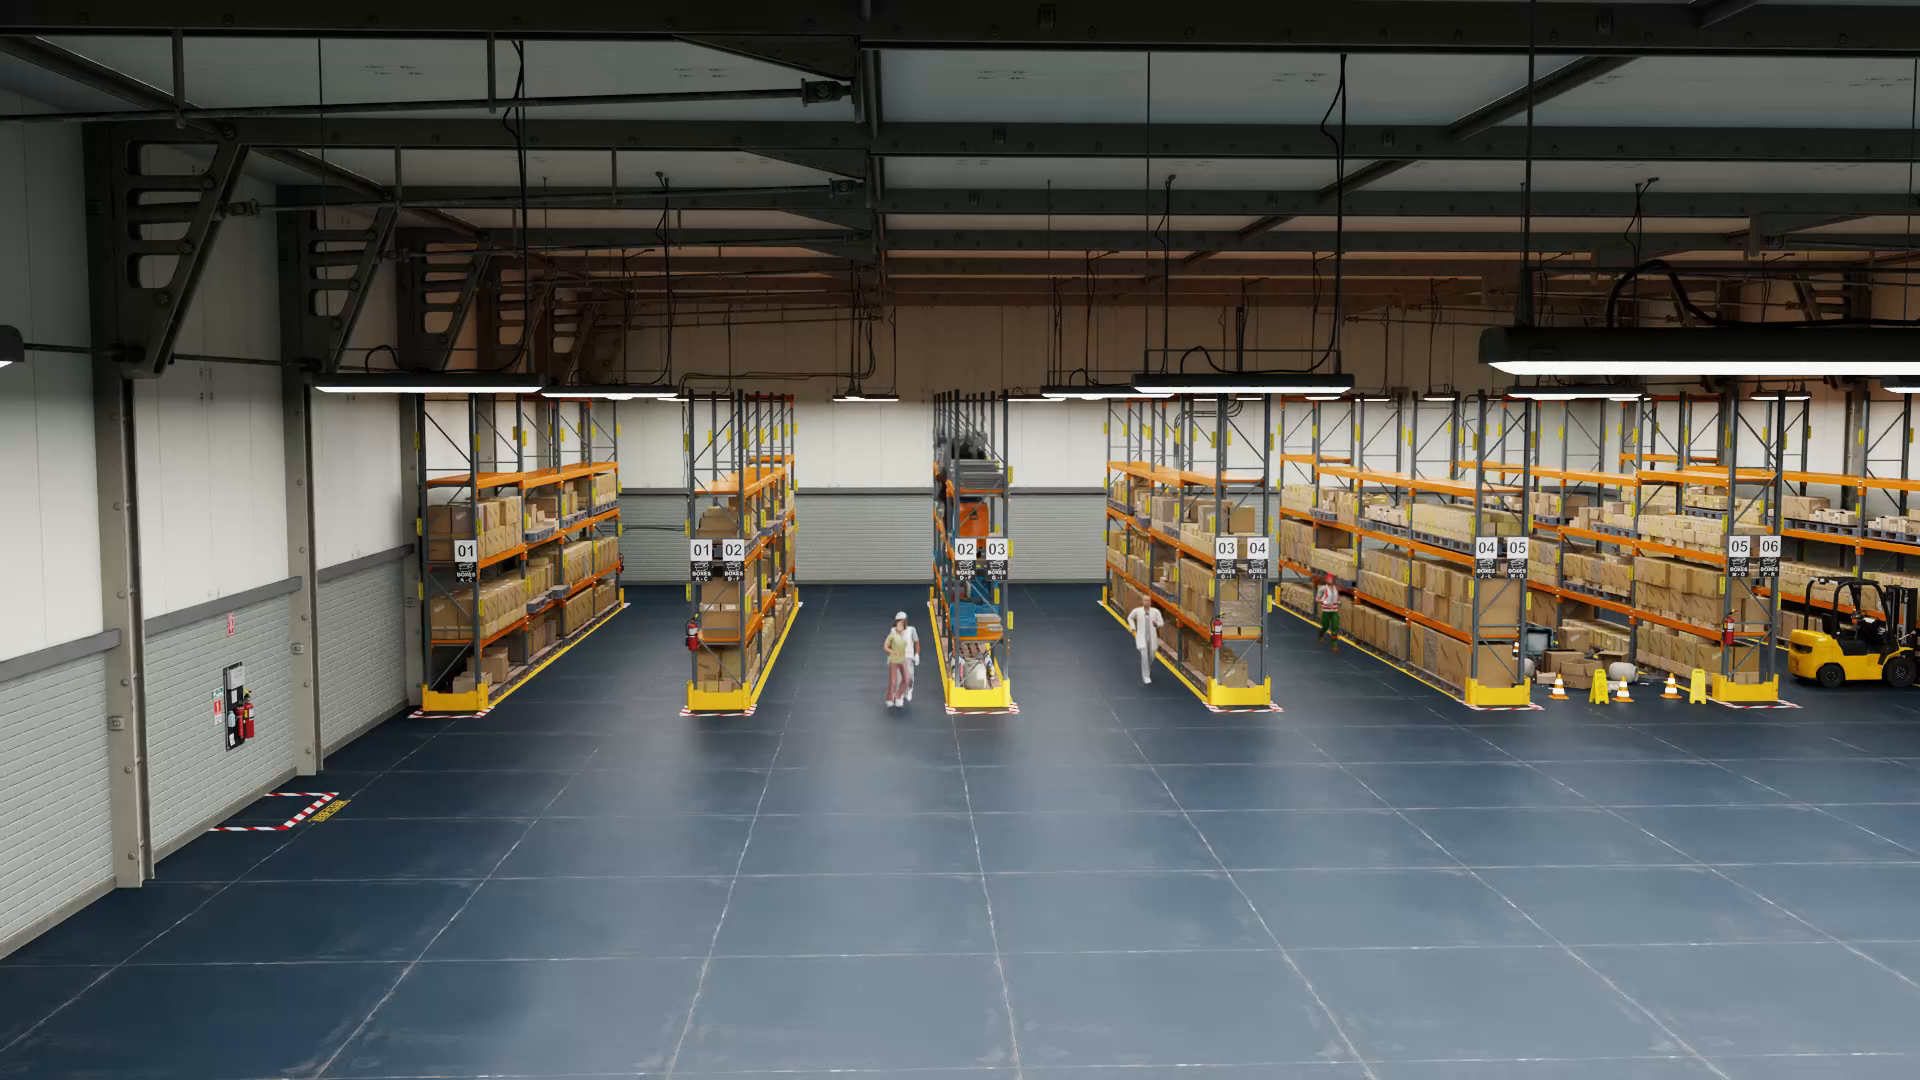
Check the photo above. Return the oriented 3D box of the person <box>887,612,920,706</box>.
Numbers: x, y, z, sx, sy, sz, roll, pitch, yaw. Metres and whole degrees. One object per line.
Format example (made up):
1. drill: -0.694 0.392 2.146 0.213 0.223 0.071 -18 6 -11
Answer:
1. person: -1.087 2.260 31.552 0.653 1.775 0.663 1 5 11

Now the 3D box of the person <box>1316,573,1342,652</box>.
1. person: 8.593 1.660 38.661 0.654 1.776 0.985 -1 5 -11

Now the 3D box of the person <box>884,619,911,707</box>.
1. person: -1.155 2.328 31.493 0.587 1.655 0.575 -2 5 -26

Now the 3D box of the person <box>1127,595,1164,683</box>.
1. person: 3.843 2.019 34.296 0.709 1.755 1.057 0 5 -6
